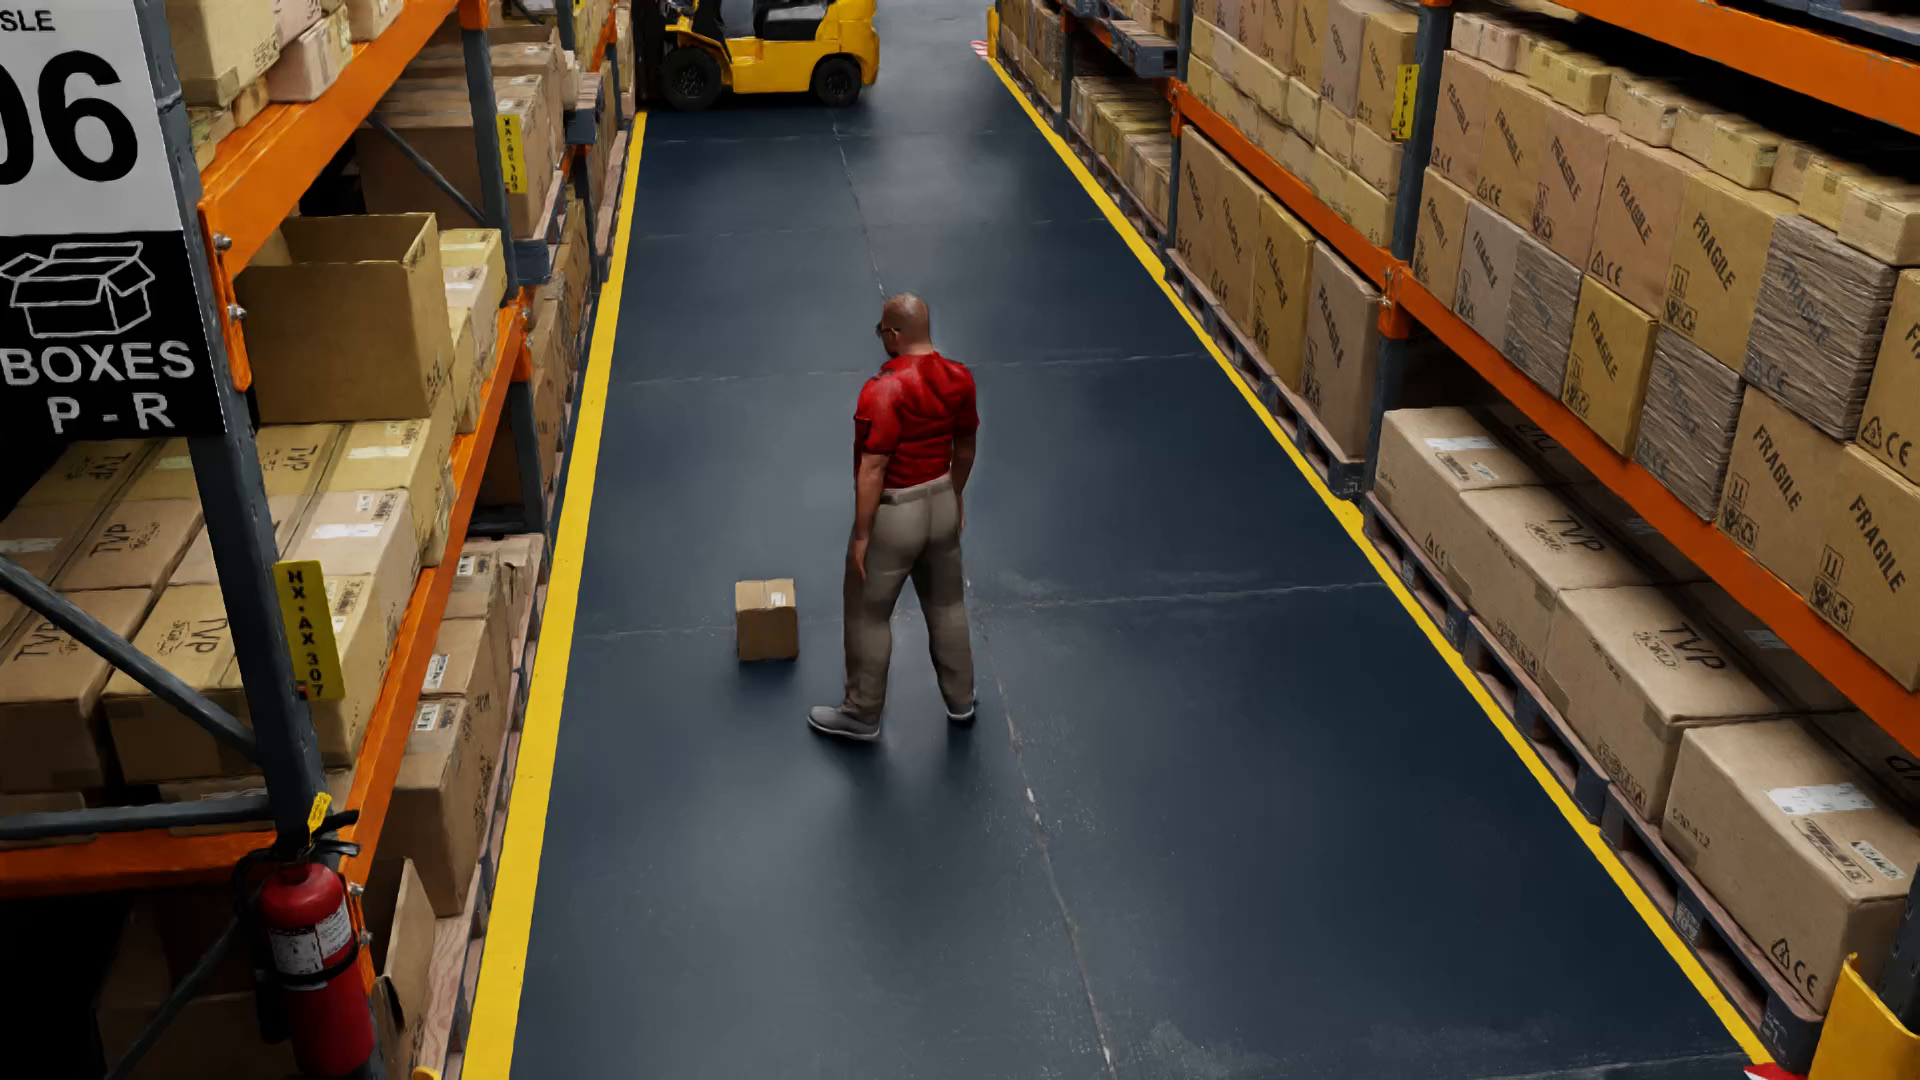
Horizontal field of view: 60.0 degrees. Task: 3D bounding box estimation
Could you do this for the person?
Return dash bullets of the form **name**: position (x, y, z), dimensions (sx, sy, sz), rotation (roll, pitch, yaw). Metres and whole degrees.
- **person**: position (-0.224, -0.076, 6.241), dimensions (0.683, 1.731, 0.455), rotation (-23, 35, -38)
